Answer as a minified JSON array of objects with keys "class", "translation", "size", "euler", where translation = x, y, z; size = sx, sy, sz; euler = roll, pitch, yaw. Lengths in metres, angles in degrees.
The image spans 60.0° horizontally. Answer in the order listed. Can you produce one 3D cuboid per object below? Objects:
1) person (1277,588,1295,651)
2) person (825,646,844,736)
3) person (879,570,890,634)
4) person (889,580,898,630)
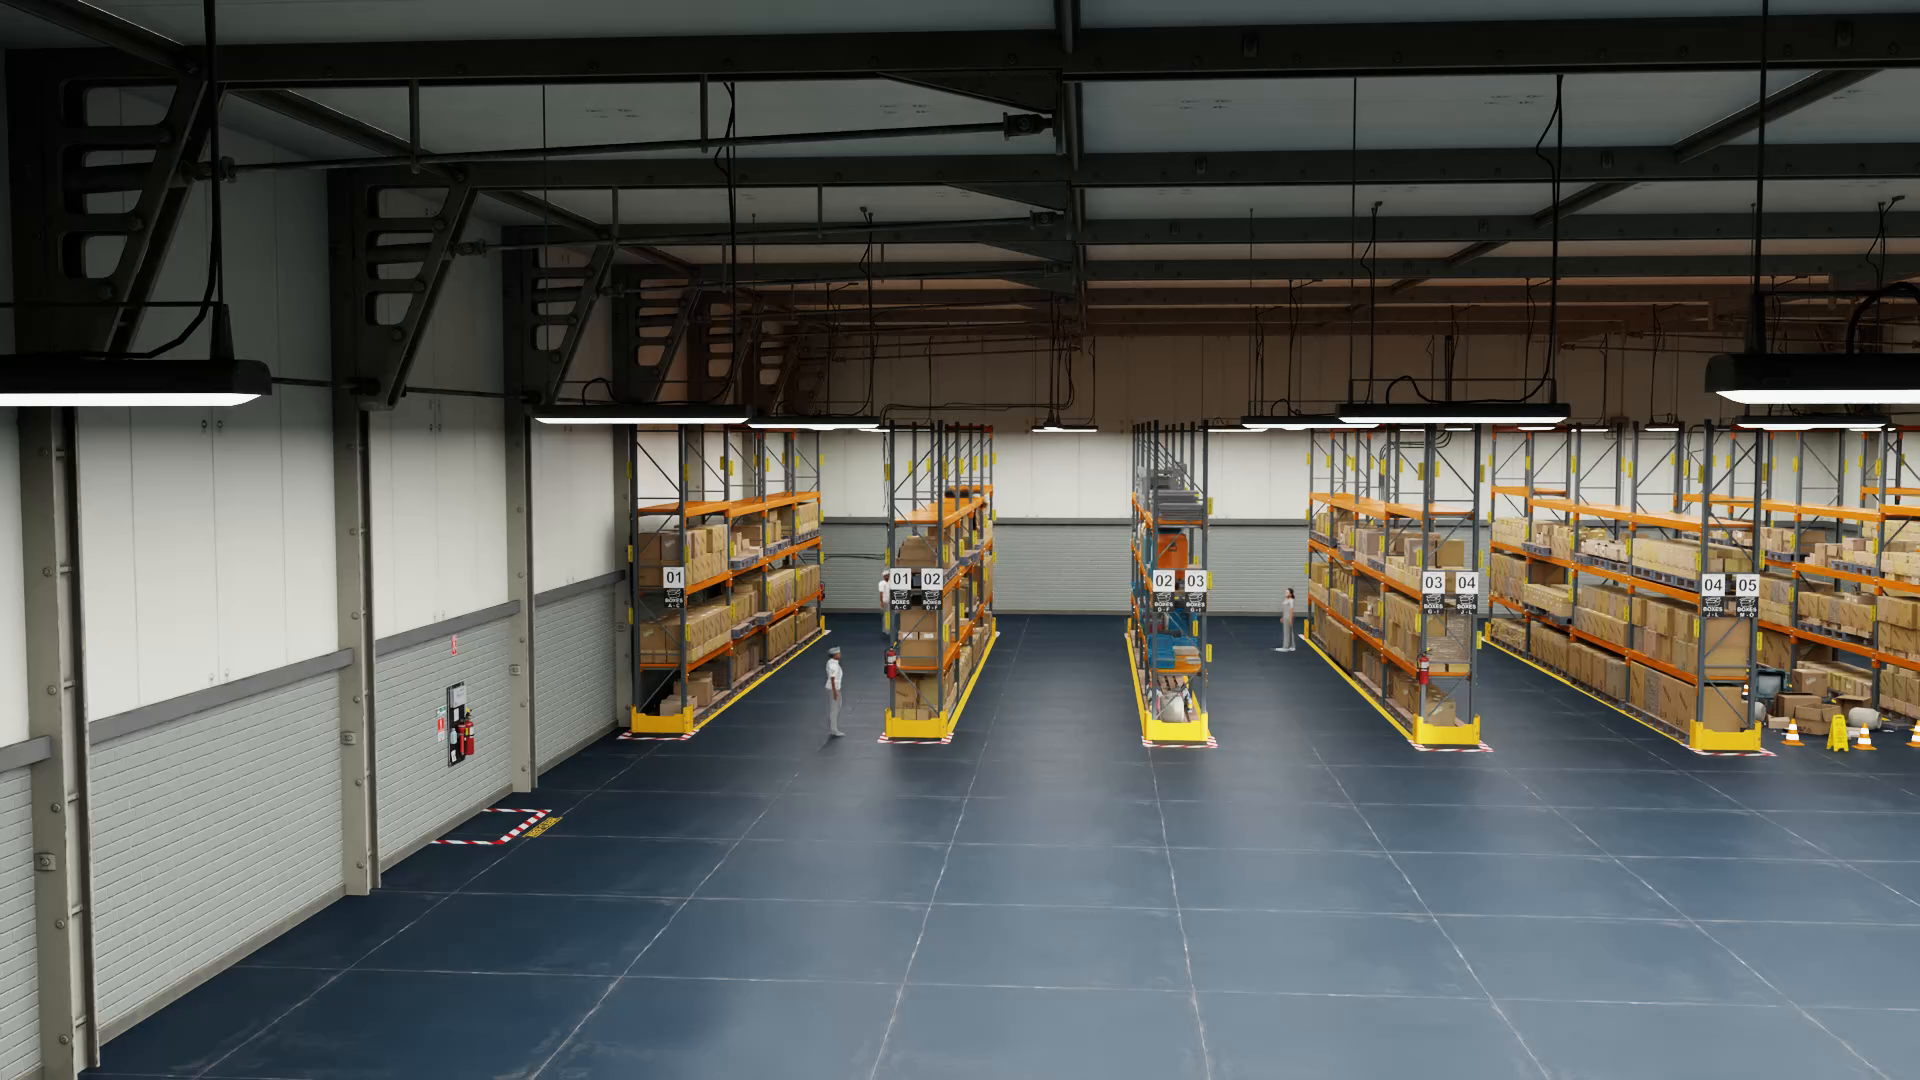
[{"class":"person","translation":[8.647,2.103,44.013],"size":[0.479,1.669,0.451],"euler":[1,4,9]},{"class":"person","translation":[-2.400,2.916,31.821],"size":[0.368,1.767,0.547],"euler":[0,4,-2]},{"class":"person","translation":[-2.066,1.752,46.922],"size":[0.405,1.778,0.654],"euler":[2,4,23]},{"class":"person","translation":[-2.016,1.909,47.919],"size":[0.428,1.550,0.823],"euler":[0,4,5]}]
